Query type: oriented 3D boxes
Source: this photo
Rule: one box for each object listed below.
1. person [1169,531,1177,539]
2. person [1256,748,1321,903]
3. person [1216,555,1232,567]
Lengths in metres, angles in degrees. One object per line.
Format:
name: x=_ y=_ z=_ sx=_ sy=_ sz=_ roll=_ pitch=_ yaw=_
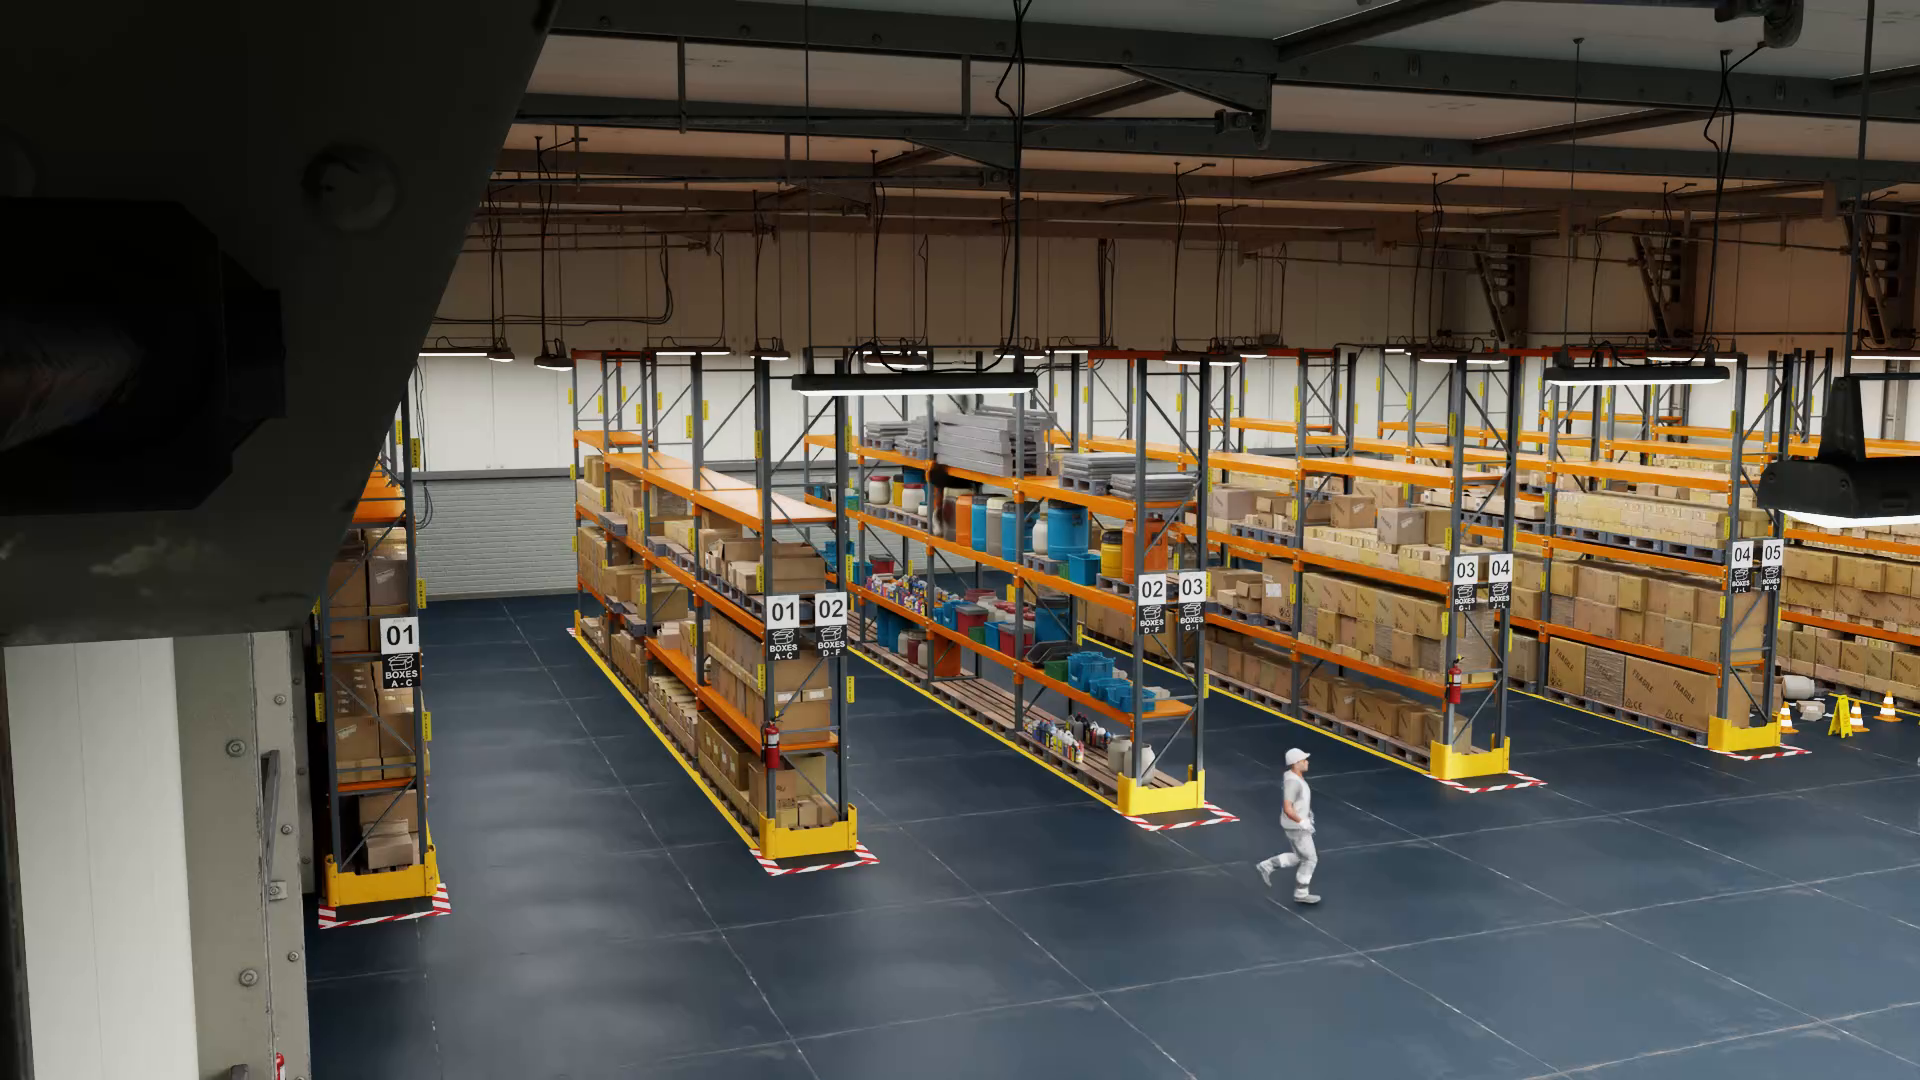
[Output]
person: x=5.236 y=0.458 z=40.770 sx=0.661 sy=1.643 sz=0.551 roll=6 pitch=9 yaw=38
person: x=3.669 y=3.171 z=18.501 sx=0.724 sy=1.747 sz=0.698 roll=1 pitch=7 yaw=9
person: x=6.625 y=0.382 z=41.590 sx=0.605 sy=1.553 sz=0.646 roll=3 pitch=8 yaw=25
